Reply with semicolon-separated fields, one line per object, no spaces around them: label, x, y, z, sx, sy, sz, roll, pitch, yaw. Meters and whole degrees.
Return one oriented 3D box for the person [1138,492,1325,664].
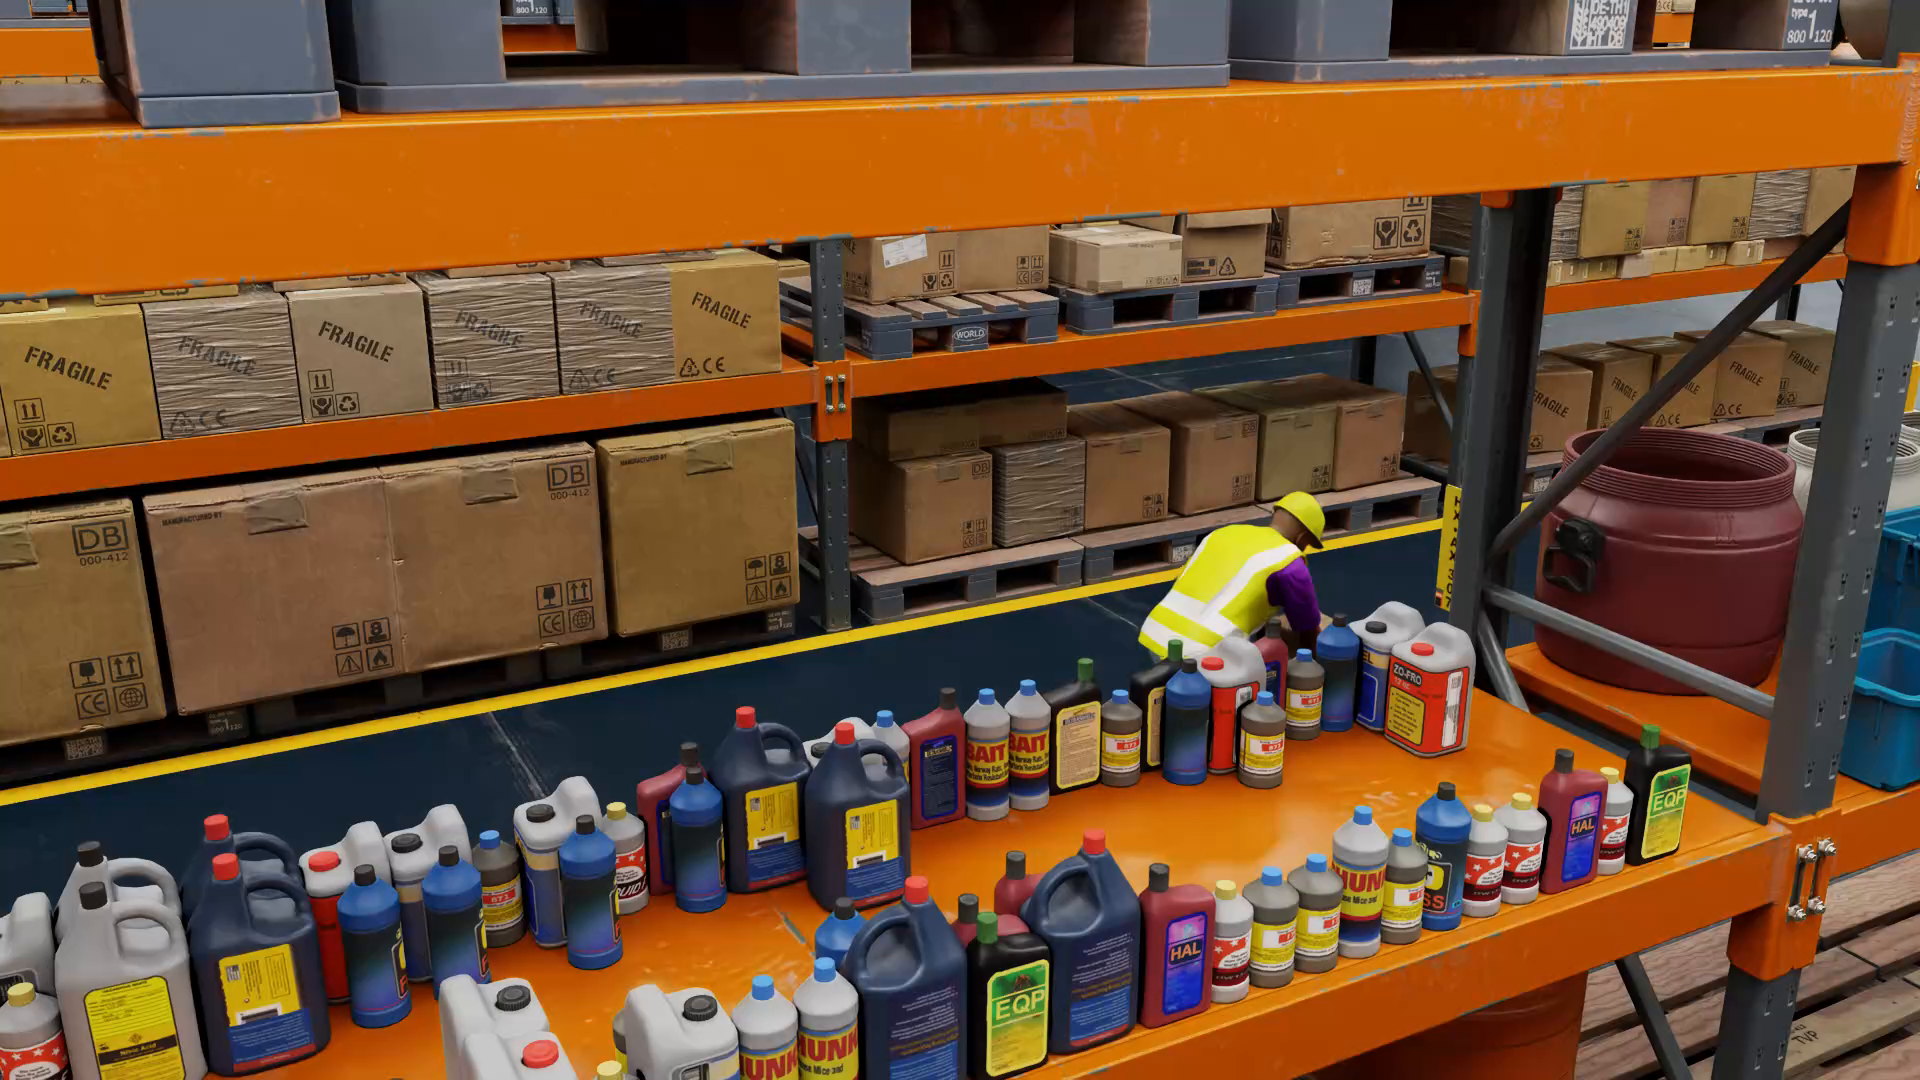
person;1.134;0.339;6.711;0.899;1.012;0.546;-10;21;-28
